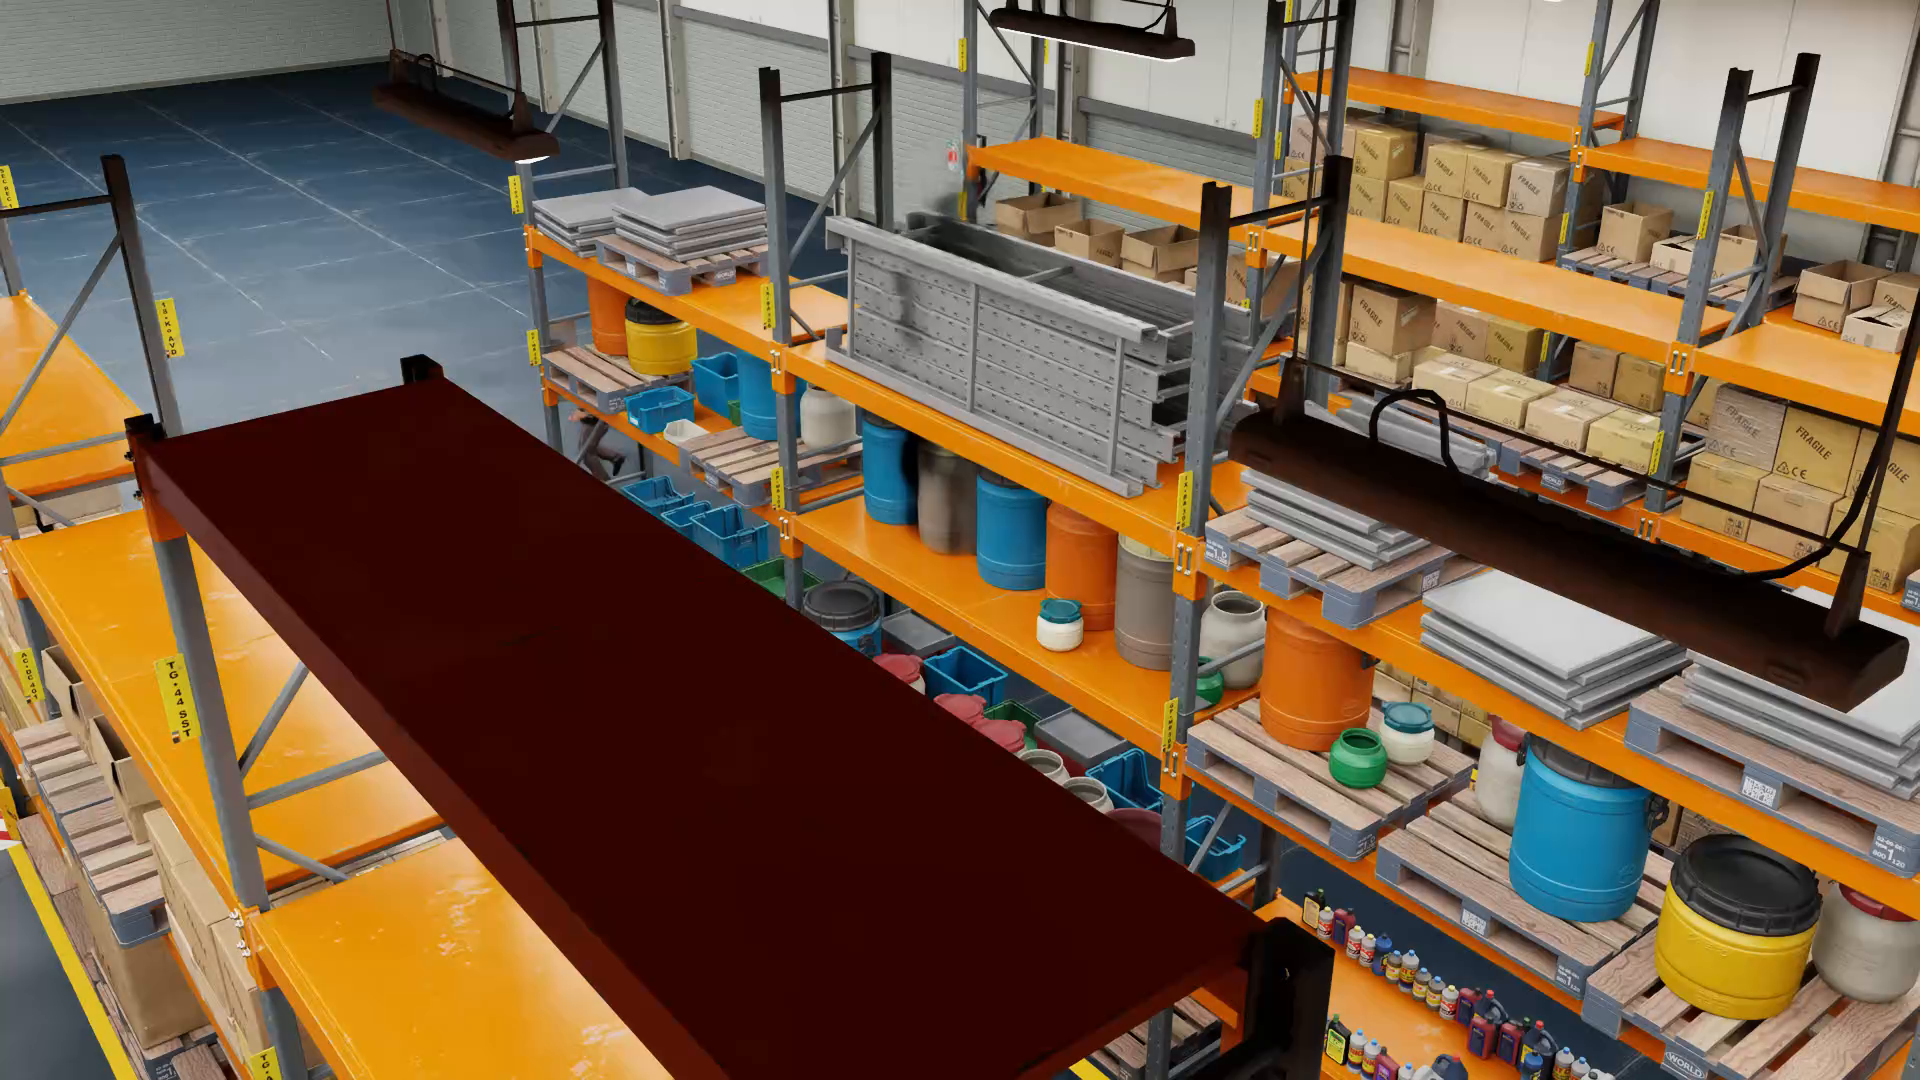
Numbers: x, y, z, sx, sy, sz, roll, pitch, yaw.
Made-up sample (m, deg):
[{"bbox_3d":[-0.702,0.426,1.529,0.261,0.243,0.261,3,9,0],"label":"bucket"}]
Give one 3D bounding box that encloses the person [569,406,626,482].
[{"bbox_3d":[-4.197,-1.378,19.189,0.608,1.672,0.658,-6,27,-13],"label":"person"}]
